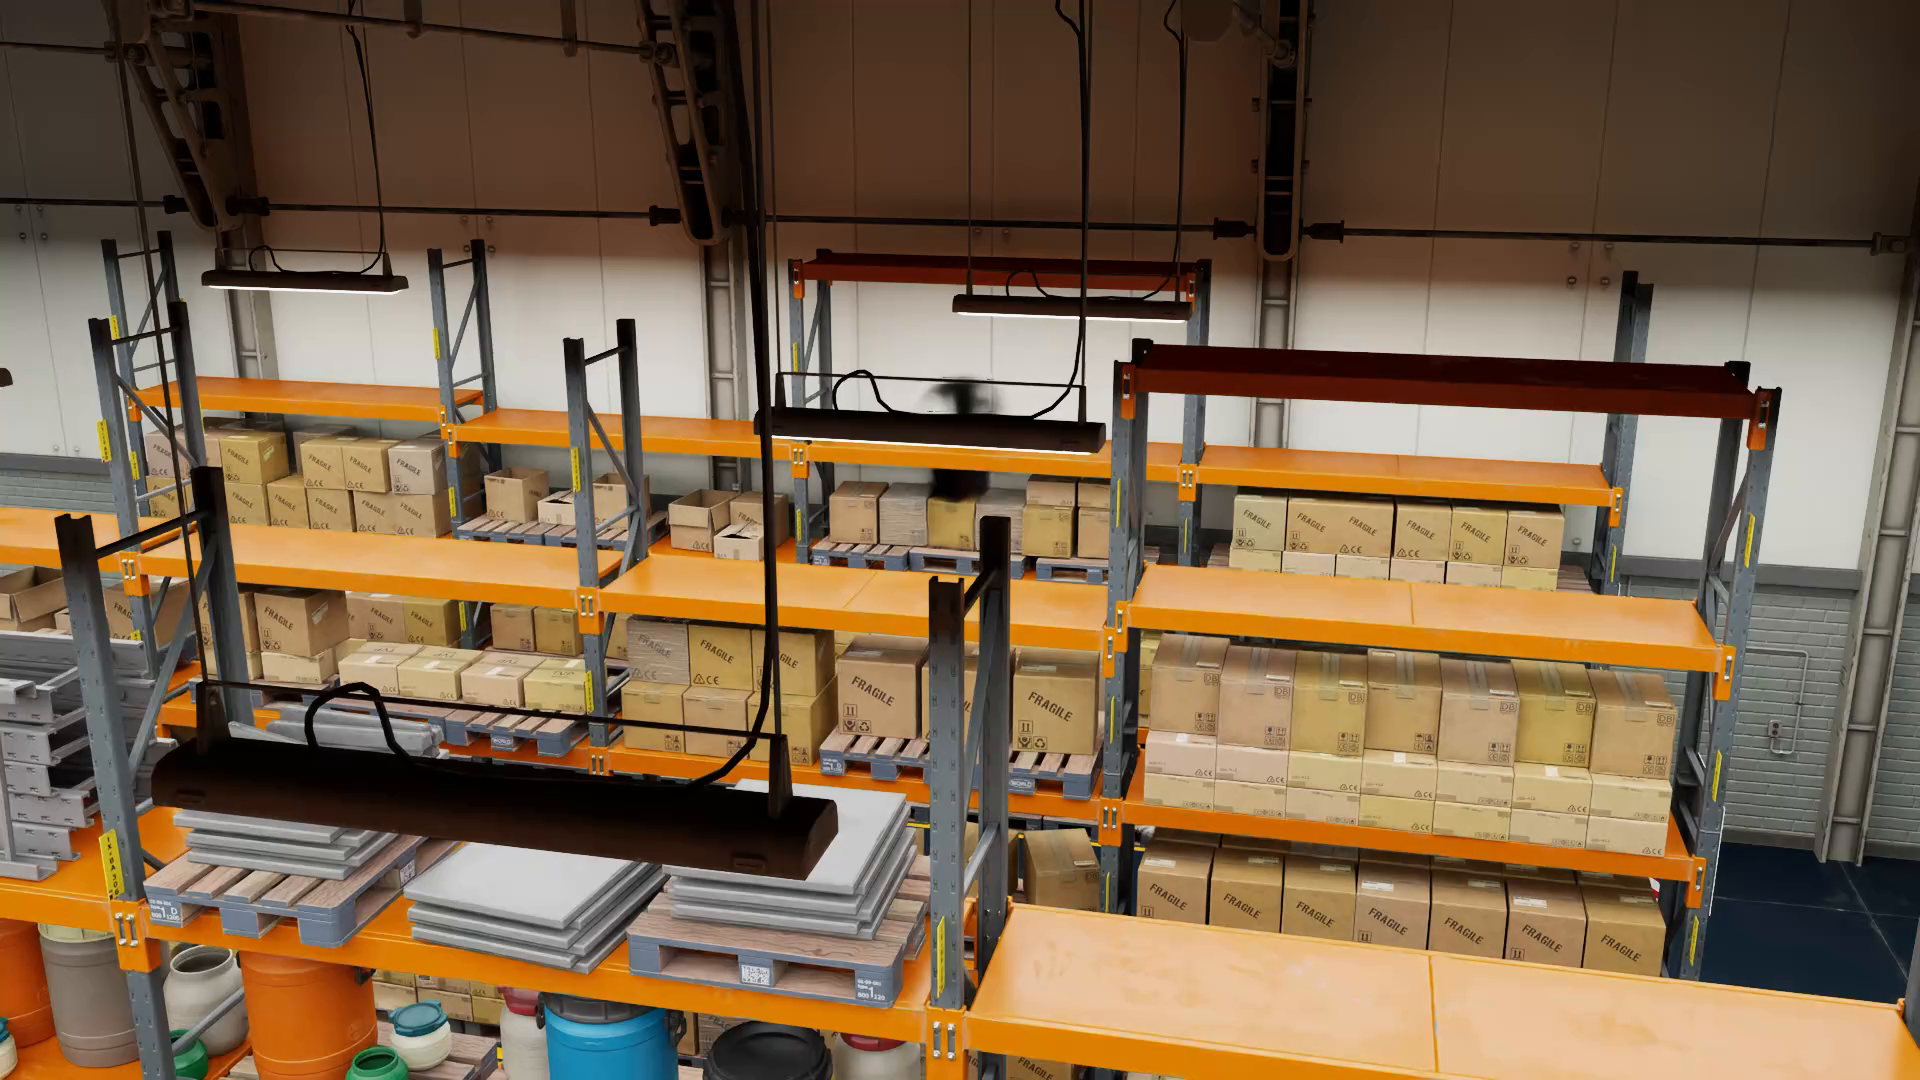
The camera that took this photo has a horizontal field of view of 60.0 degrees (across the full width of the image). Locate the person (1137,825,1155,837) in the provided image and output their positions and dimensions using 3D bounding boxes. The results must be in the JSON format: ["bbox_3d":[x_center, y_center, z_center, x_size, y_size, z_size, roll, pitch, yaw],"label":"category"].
[{"bbox_3d":[1.943,2.825,15.020,0.704,1.805,0.642,0,16,1],"label":"person"}]
